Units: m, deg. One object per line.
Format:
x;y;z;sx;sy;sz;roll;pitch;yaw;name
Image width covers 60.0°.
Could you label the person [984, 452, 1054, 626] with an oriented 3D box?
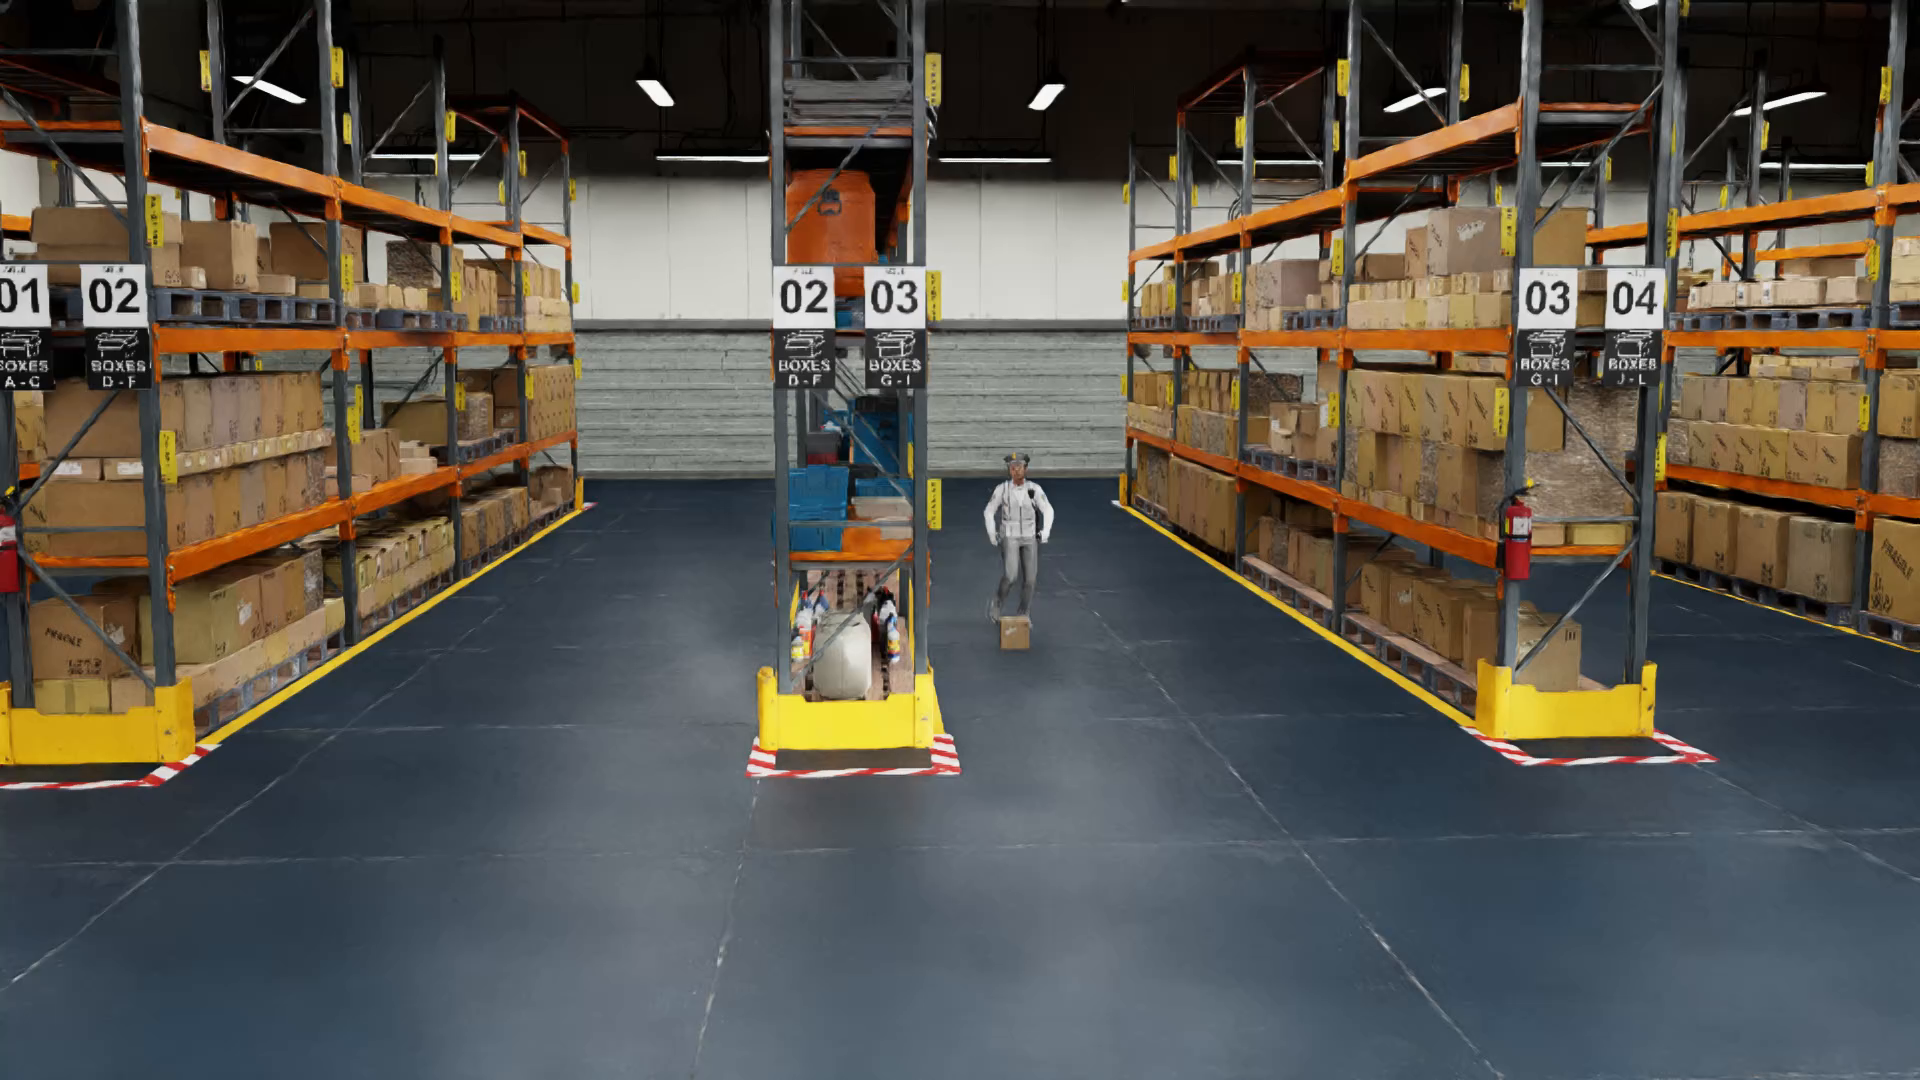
0.589;-0.003;15.808;0.657;1.666;0.471;-2;7;-13;person
